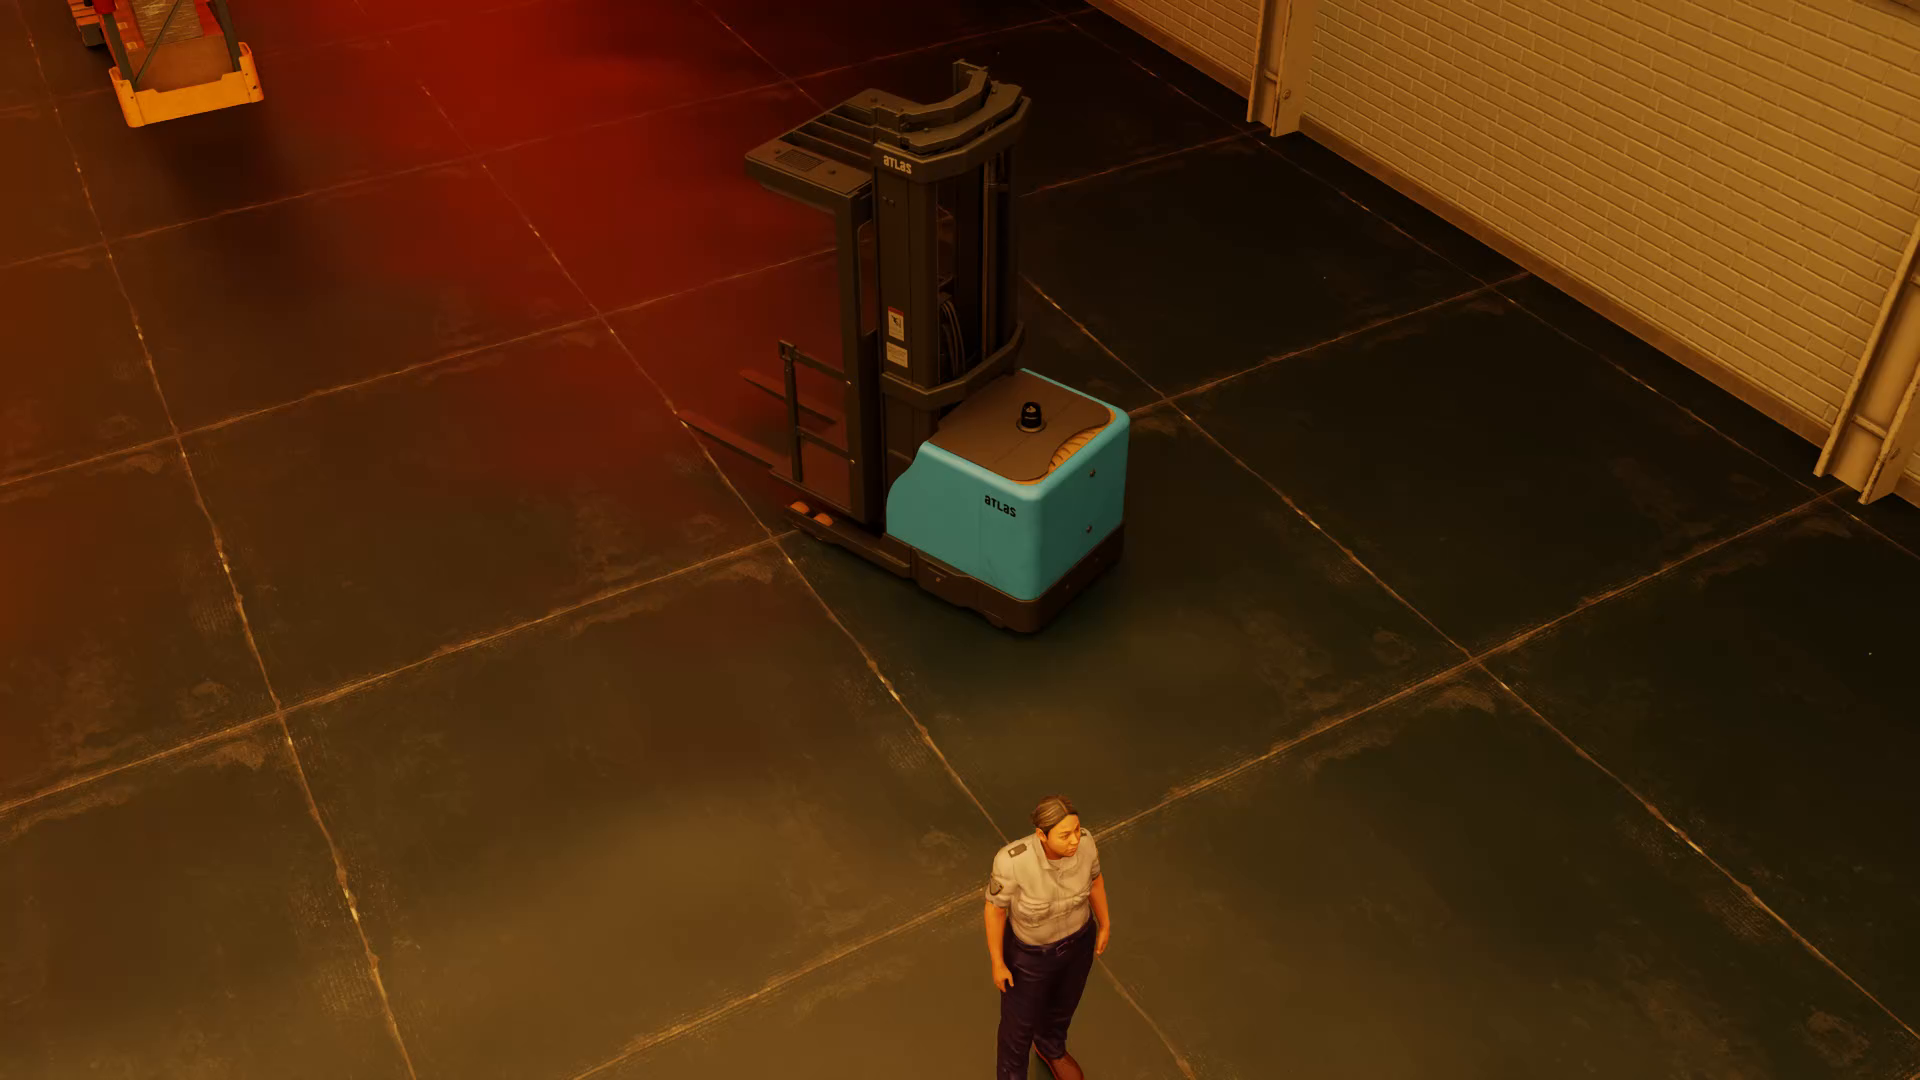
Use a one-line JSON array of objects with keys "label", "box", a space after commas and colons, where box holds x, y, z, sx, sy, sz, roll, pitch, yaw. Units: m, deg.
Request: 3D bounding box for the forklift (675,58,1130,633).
[{"label": "forklift", "box": [-0.481, -1.366, 9.683, 3.031, 2.935, 1.130, 26, 46, 28]}]

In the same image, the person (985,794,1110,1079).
[{"label": "person", "box": [0.392, 1.752, 6.918, 0.598, 1.651, 0.502, -18, 43, -21]}]
